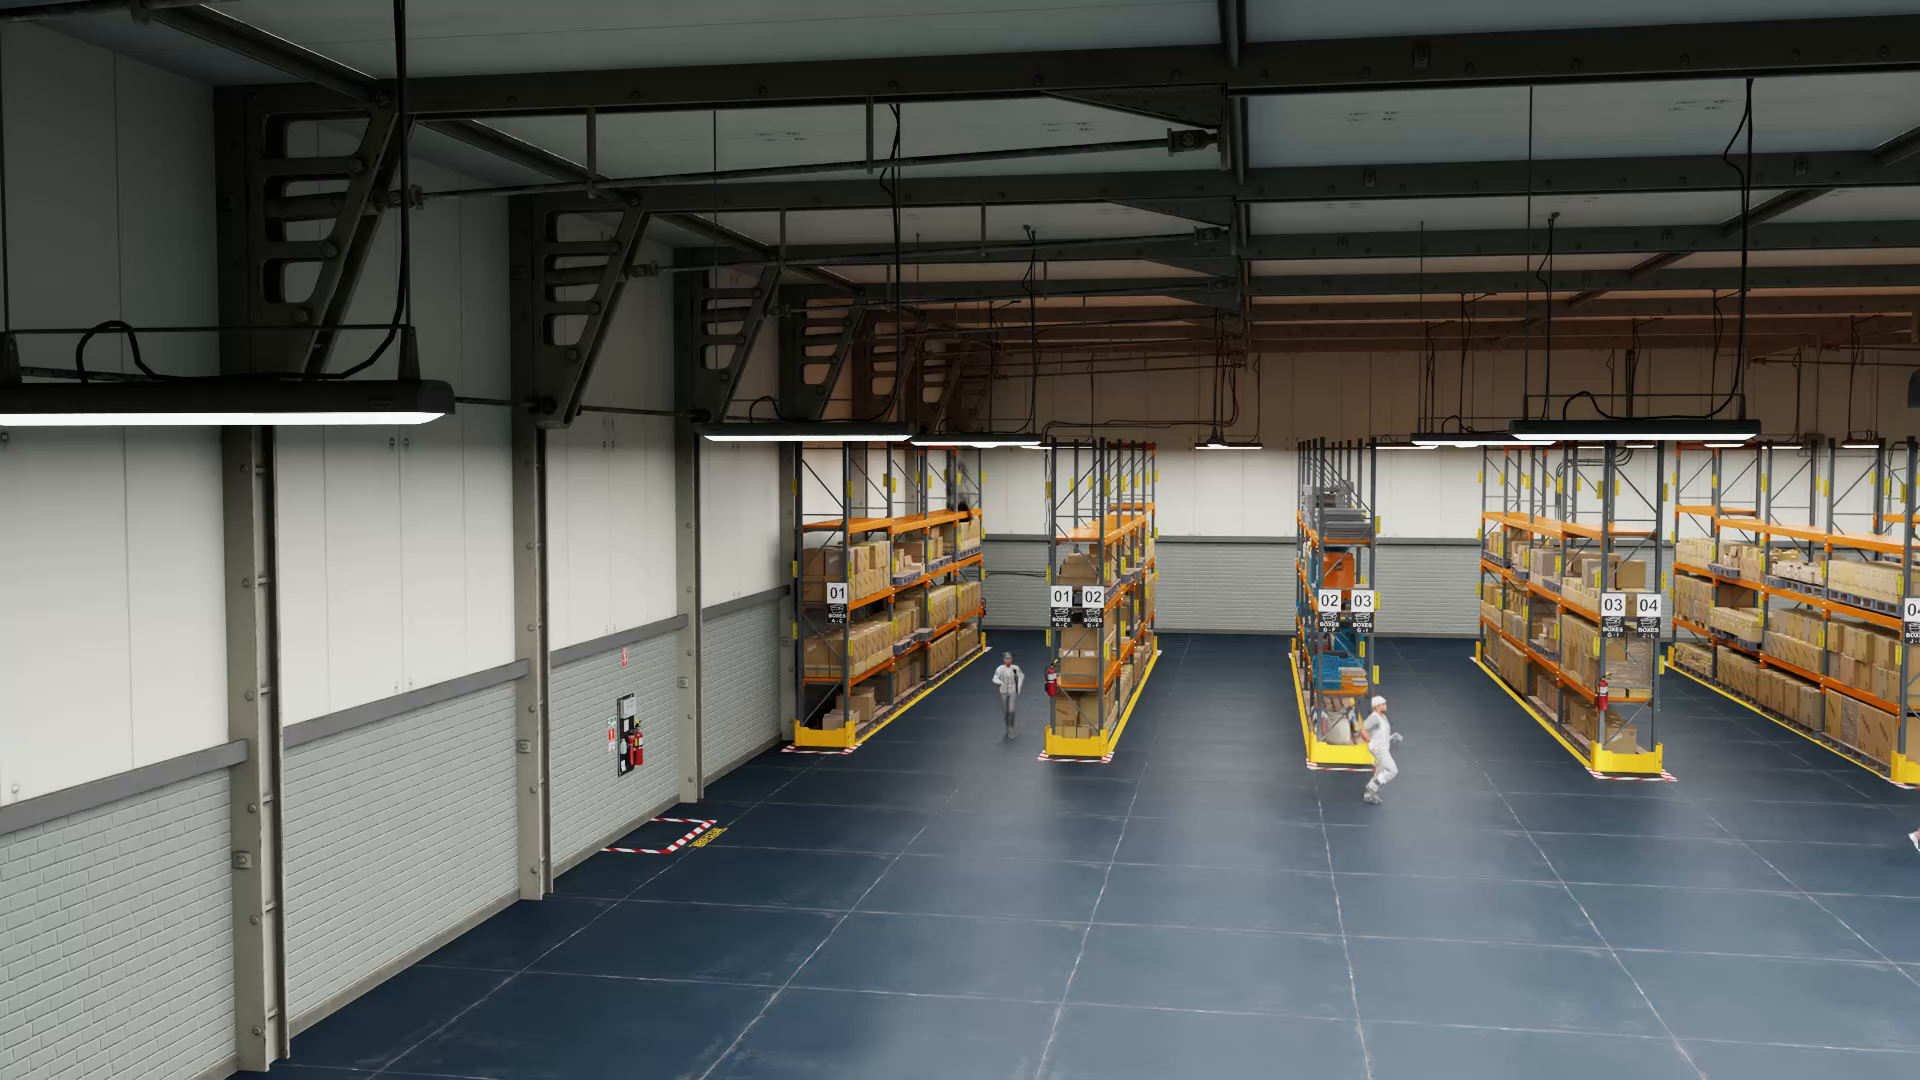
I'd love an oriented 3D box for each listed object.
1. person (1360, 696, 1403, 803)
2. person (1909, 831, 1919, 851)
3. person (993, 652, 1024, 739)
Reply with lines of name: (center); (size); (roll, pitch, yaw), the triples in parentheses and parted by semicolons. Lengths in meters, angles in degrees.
person: (6.858, 3.405, 26.968); (0.615, 1.743, 0.643); (1, 3, 26)
person: (13.577, 3.695, 22.909); (0.757, 1.660, 0.579); (2, 4, 37)
person: (0.962, 3.115, 33.497); (0.590, 1.752, 0.750); (0, 3, 9)
